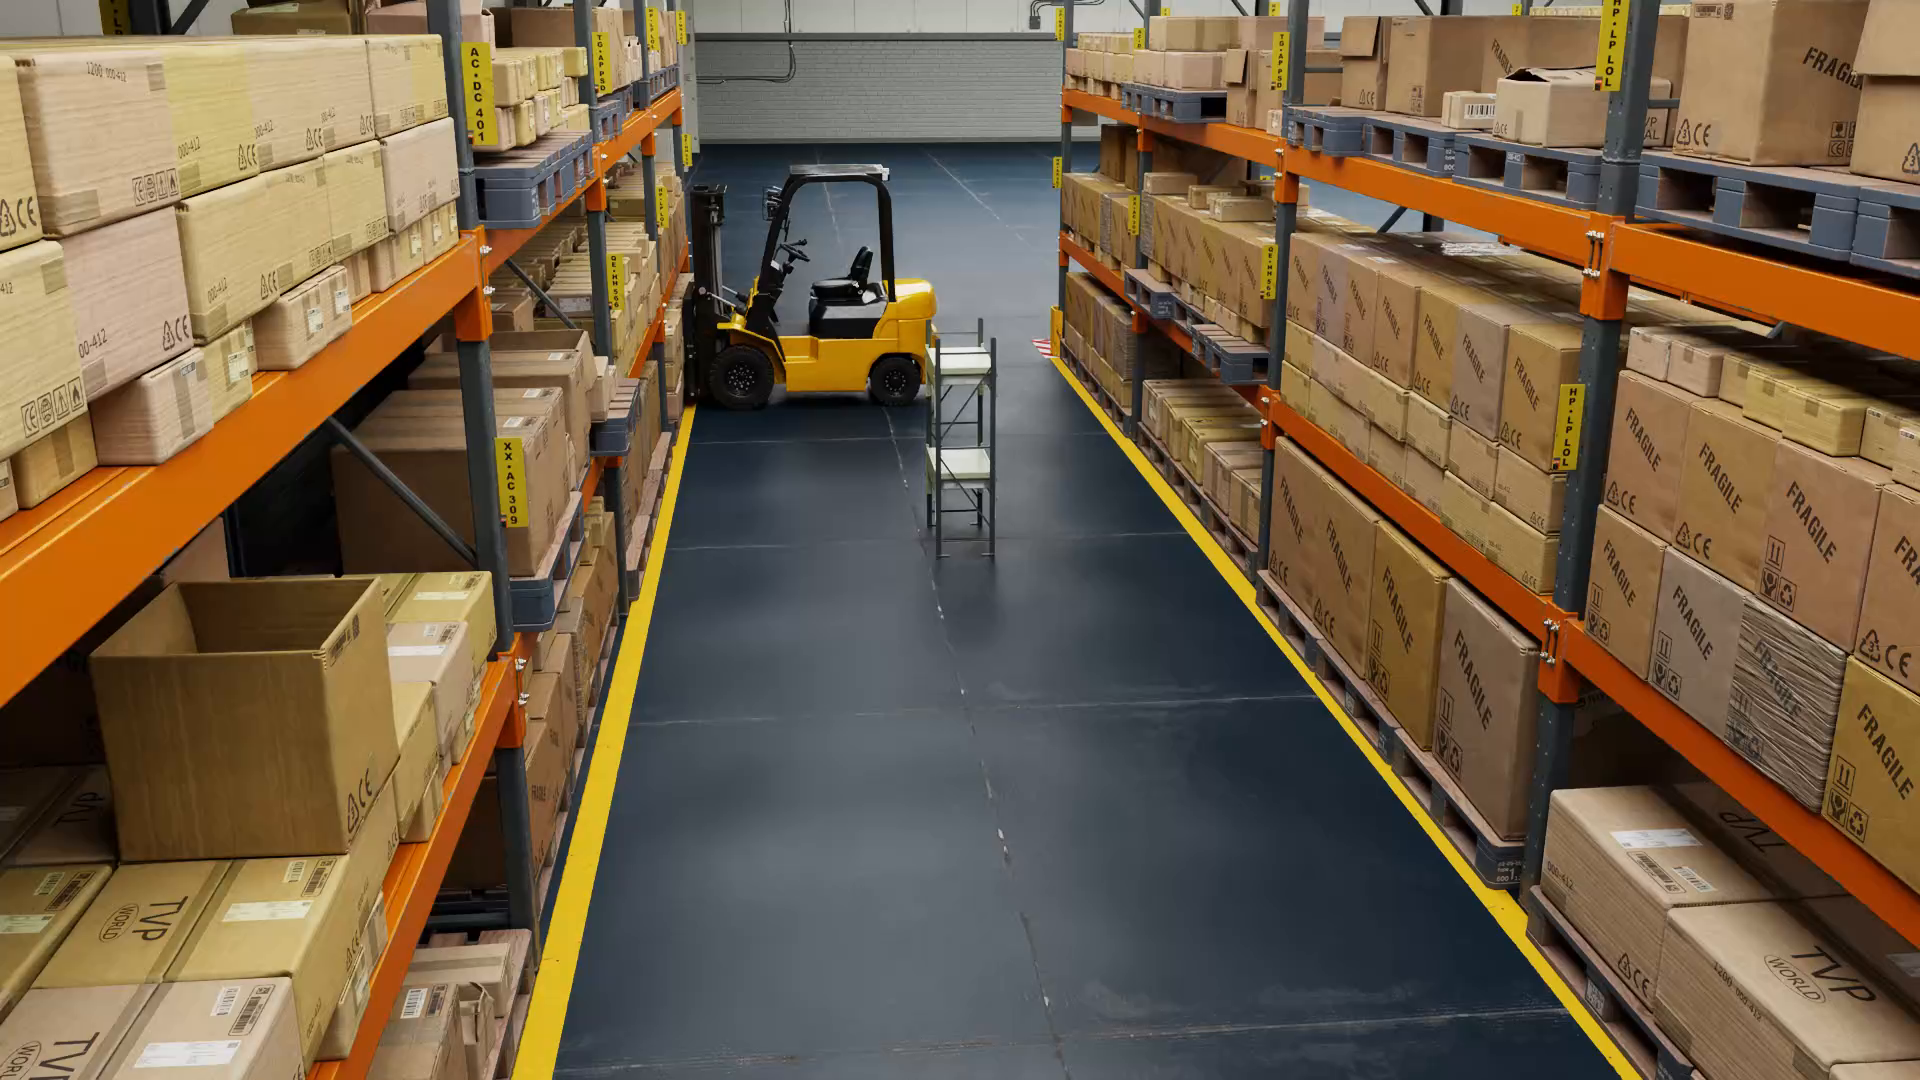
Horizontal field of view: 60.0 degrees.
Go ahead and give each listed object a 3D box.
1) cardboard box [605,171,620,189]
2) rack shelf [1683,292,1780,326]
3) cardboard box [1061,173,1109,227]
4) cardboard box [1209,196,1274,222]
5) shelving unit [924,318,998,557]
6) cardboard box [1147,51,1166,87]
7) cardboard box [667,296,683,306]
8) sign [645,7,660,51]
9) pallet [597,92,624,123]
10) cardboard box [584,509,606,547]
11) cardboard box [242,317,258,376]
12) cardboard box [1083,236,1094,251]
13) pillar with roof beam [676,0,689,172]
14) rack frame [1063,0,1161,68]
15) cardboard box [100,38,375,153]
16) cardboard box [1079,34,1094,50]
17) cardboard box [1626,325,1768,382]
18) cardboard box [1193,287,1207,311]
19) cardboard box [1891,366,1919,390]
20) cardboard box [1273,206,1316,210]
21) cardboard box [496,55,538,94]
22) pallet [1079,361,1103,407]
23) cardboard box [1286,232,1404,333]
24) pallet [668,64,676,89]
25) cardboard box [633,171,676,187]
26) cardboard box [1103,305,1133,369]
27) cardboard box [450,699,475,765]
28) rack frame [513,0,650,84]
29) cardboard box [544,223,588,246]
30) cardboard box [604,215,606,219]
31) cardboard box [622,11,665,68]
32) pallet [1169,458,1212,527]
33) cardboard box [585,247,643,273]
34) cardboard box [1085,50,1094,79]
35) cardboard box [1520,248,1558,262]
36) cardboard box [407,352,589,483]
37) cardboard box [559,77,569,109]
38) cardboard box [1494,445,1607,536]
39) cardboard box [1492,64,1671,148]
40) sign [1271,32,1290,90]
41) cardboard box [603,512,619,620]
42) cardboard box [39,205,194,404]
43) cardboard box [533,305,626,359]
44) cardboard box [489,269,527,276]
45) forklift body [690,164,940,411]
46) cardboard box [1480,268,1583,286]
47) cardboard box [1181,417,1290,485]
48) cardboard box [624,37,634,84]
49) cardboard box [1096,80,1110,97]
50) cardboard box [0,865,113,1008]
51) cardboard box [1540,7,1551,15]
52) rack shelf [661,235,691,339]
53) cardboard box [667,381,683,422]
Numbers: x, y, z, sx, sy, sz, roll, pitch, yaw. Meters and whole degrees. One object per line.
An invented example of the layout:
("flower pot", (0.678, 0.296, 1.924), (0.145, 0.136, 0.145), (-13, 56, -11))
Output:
("cardboard box", (-3.442, -3.429, 15.844), (0.380, 0.149, 0.250), (-1, 17, -4))
("rack shelf", (7.107, -1.552, 12.814), (1.077, 0.370, 4.000), (-2, 18, -6))
("cardboard box", (1.348, -3.540, 17.281), (0.500, 0.500, 0.500), (-2, 18, -6))
("cardboard box", (1.951, -2.295, 11.530), (0.380, 0.149, 0.250), (-3, 18, -8))
("shelving unit", (-0.001, -0.718, 11.459), (0.431, 1.500, 0.755), (-2, 18, -6))
("cardboard box", (1.703, -3.530, 12.456), (0.500, 0.250, 0.500), (-2, 18, -6))
("cardboard box", (-2.839, -2.130, 15.674), (0.500, 0.250, 0.500), (-2, 18, -7))
("sign", (-2.410, -4.001, 13.018), (0.100, 0.325, 0.005), (-2, 18, -6))
("pallet", (-2.814, -2.835, 11.008), (1.003, 0.211, 1.213), (-1, 17, -3))
("cardboard box", (-2.175, -0.059, 9.248), (0.380, 0.149, 0.250), (-3, 18, -9))
("cardboard box", (-1.620, -0.373, 3.269), (0.380, 0.149, 0.250), (-2, 18, -6))
("cardboard box", (1.432, -2.963, 16.526), (0.380, 0.149, 0.250), (-1, 17, -4))
("pillar with roof beam", (-2.379, -13.256, 38.877), (9.100, 9.000, 0.400), (-2, 18, -6))
("rack frame", (1.575, -6.362, 16.919), (1.000, 3.000, 0.127), (-2, 18, -6))
("cardboard box", (-1.727, -1.065, 3.973), (0.500, 0.250, 0.500), (-1, 17, -5))
("cardboard box", (1.367, -4.851, 16.202), (0.380, 0.149, 0.250), (-2, 18, -6))
("cardboard box", (2.587, -0.657, 5.842), (0.380, 0.149, 0.250), (-2, 18, -6))
("cardboard box", (1.894, -1.746, 11.950), (0.380, 0.149, 0.250), (-2, 18, -7))
("cardboard box", (3.141, -0.446, 5.169), (0.380, 0.149, 0.250), (-2, 18, -6))
("cardboard box", (2.363, -2.266, 12.522), (0.500, 0.500, 0.500), (-1, 17, -4))
("cardboard box", (-1.853, -1.804, 6.462), (0.380, 0.149, 0.250), (-2, 18, -7))
("pallet", (1.754, -1.541, 16.233), (1.003, 0.211, 1.213), (-2, 18, -6))
("cardboard box", (2.208, -1.487, 9.568), (0.500, 0.500, 0.500), (-2, 18, -7))
("pallet", (-3.314, -4.523, 16.216), (1.003, 0.211, 1.213), (-2, 18, -6))
("cardboard box", (-2.916, -3.444, 15.893), (0.380, 0.149, 0.250), (-1, 17, -4))
("cardboard box", (1.606, -1.874, 15.275), (0.500, 0.500, 0.500), (-1, 17, -5))
("cardboard box", (-1.740, 0.590, 5.208), (0.380, 0.149, 0.250), (-1, 17, -4))
("rack frame", (-2.949, -5.016, 12.631), (1.000, 3.000, 0.127), (-2, 18, -6))
("cardboard box", (-3.126, -2.399, 13.062), (0.380, 0.149, 0.250), (-2, 18, -7))
("cardboard box", (-3.315, -2.904, 14.670), (0.380, 0.149, 0.250), (-1, 17, -4))
("cardboard box", (-3.045, -4.466, 14.846), (0.797, 0.503, 0.637), (-1, 17, -4))
("pallet", (2.199, -0.381, 12.540), (1.003, 0.211, 1.213), (-2, 18, -6))
("cardboard box", (-2.427, -1.960, 11.661), (0.380, 0.149, 0.250), (-2, 18, -7))
("cardboard box", (1.482, -4.540, 15.875), (0.500, 0.250, 0.500), (-1, 17, -4))
("cardboard box", (6.624, -2.670, 18.018), (0.875, 0.875, 0.875), (-2, 18, -5))
("cardboard box", (-2.086, -0.557, 7.577), (0.700, 0.500, 0.500), (-2, 18, -6))
("cardboard box", (-2.253, -2.336, 8.686), (0.380, 0.149, 0.250), (-2, 18, -7))
("cardboard box", (2.526, -0.215, 6.771), (0.500, 0.250, 0.500), (-2, 18, -6))
("cardboard box", (2.513, -1.770, 6.746), (0.500, 0.311, 0.500), (-2, 18, -6))
("sign", (1.861, -2.778, 9.647), (0.100, 0.325, 0.005), (-2, 18, -6))
("cardboard box", (-2.279, 0.150, 9.665), (0.500, 0.500, 0.500), (-1, 17, -4))
("cardboard box", (-1.558, -0.371, 2.598), (0.500, 0.250, 0.500), (-1, 17, -5))
("cardboard box", (-2.314, -1.269, 10.128), (0.500, 0.250, 0.500), (-2, 18, -6))
("cardboard box", (-2.970, -1.634, 10.625), (0.380, 0.149, 0.250), (-2, 18, -7))
("forklift body", (-1.351, -2.432, 15.832), (2.313, 2.155, 1.214), (-2, 18, -6))
("cardboard box", (2.865, -1.043, 8.156), (0.500, 0.500, 0.500), (-2, 18, -7))
("cardboard box", (2.195, -0.677, 12.513), (0.950, 0.372, 0.625), (-1, 17, -4))
("cardboard box", (-2.553, -3.353, 11.624), (0.500, 0.311, 0.500), (-2, 18, -8))
("cardboard box", (1.491, -4.240, 15.587), (0.380, 0.149, 0.250), (-2, 18, -7))
("cardboard box", (-2.121, 0.921, 3.489), (0.500, 0.250, 0.500), (-1, 17, -4))
("cardboard box", (6.231, -5.439, 17.205), (0.380, 0.149, 0.250), (-2, 18, -5))
("rack shelf", (-3.155, -2.406, 15.535), (1.077, 0.370, 4.000), (-2, 18, -6))
("cardboard box", (-2.669, -1.196, 14.370), (0.500, 0.250, 0.500), (-2, 18, -5))
